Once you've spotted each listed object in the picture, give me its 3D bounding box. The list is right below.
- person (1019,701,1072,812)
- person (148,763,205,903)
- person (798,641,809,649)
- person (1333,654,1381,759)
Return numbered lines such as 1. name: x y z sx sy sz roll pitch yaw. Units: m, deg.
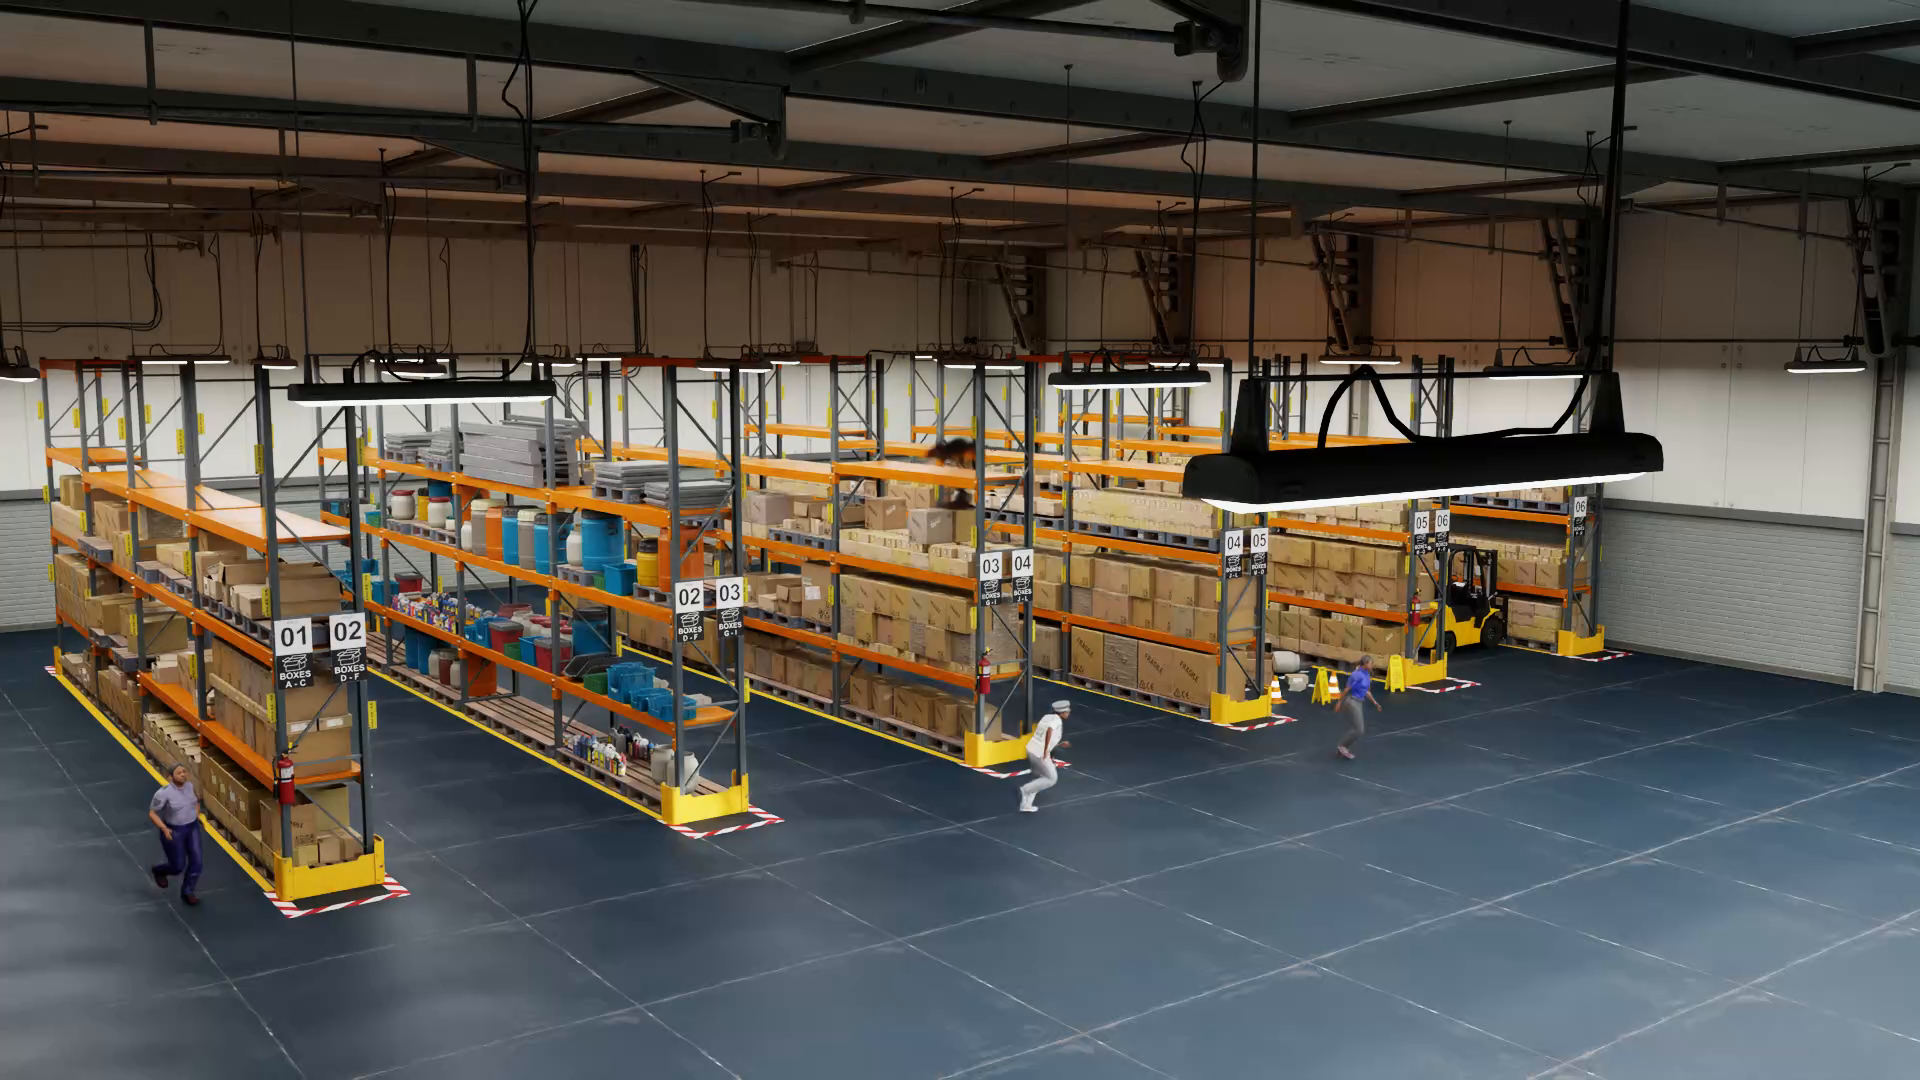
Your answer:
1. person: 1.176 2.925 22.342 0.764 1.494 0.604 -2 7 -16
2. person: -8.867 3.297 18.818 0.642 1.599 0.617 4 8 33
3. person: -3.004 1.524 32.759 0.684 1.770 0.744 -5 9 -39
4. person: 6.017 2.528 25.163 0.613 1.602 0.575 4 8 28
